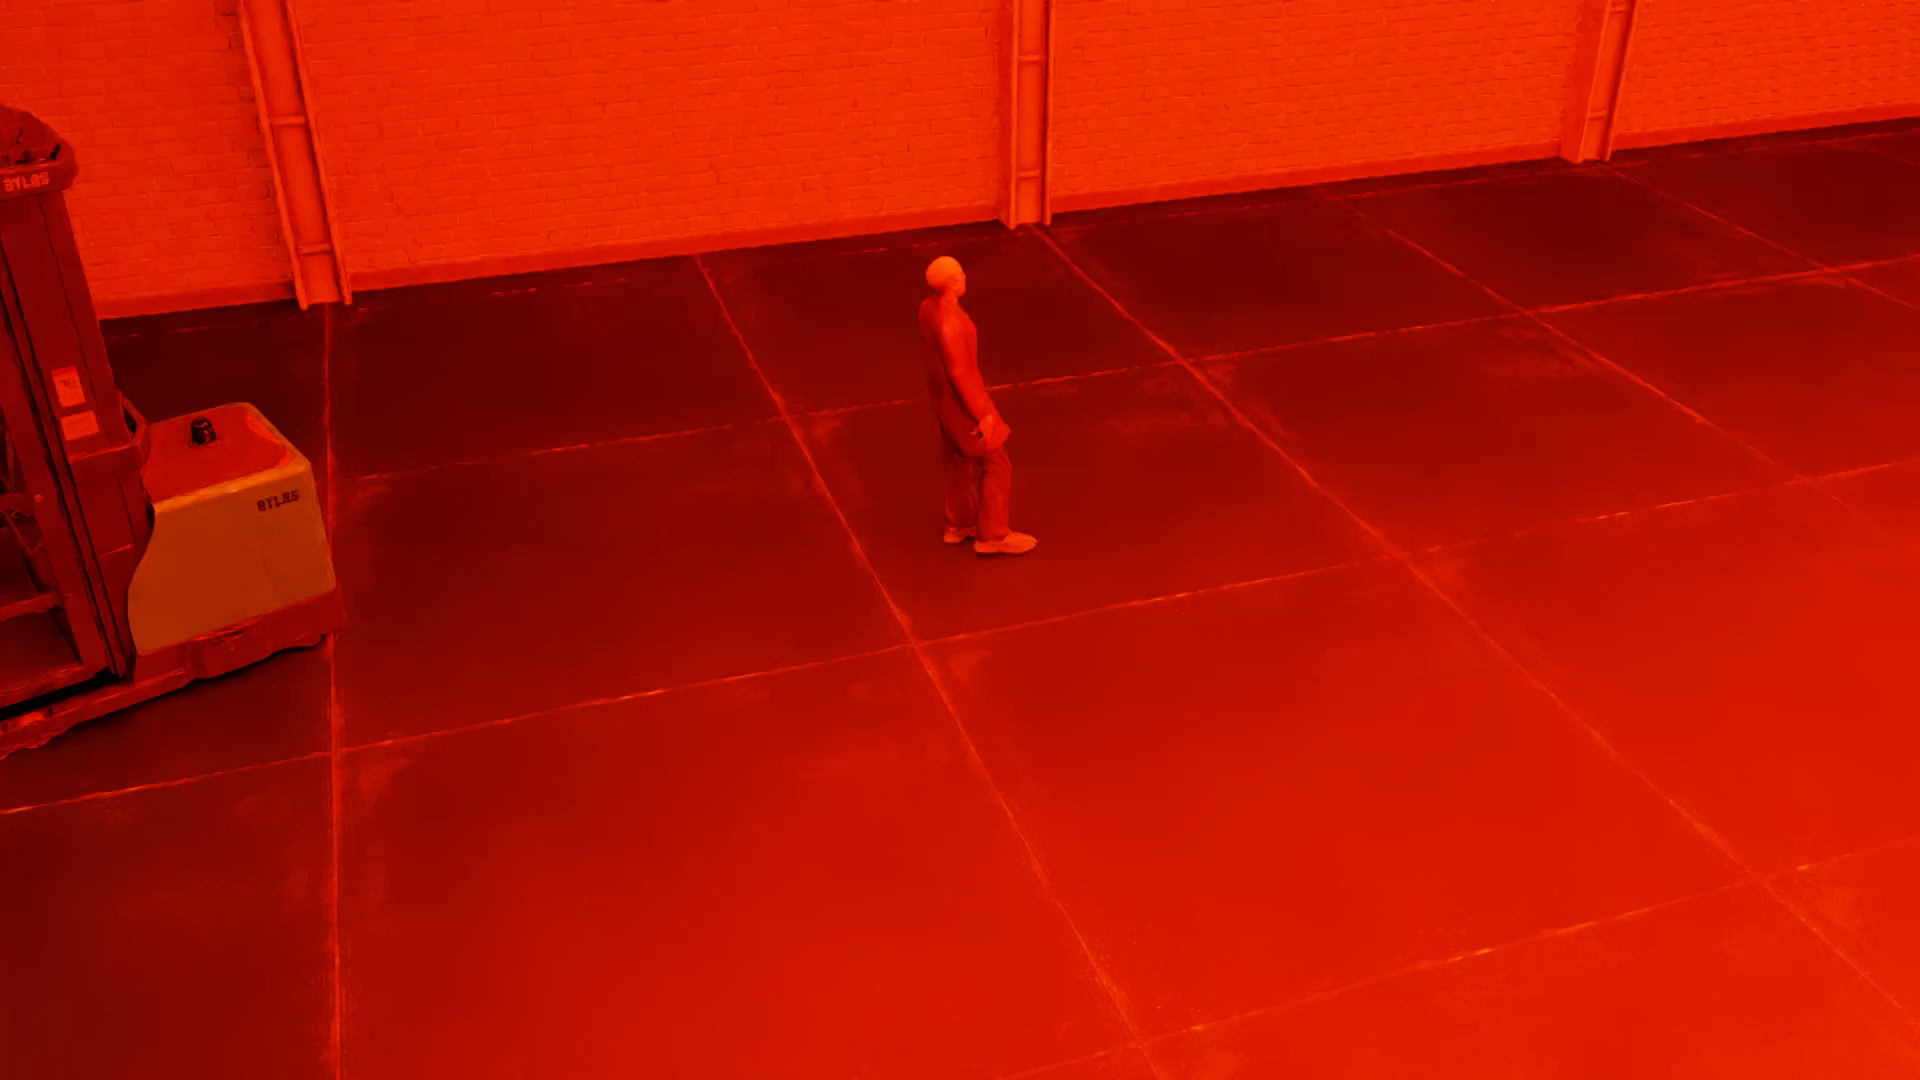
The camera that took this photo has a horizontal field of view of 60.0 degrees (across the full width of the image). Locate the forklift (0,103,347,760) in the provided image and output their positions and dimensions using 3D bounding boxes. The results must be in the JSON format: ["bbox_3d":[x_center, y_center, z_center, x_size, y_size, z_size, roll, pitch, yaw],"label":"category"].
[{"bbox_3d":[-4.824,-0.480,7.921,3.031,2.935,1.130,-22,36,-33],"label":"forklift"}]

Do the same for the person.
[{"bbox_3d":[0.086,-0.790,9.599,0.586,1.775,0.694,-10,31,-16],"label":"person"}]
